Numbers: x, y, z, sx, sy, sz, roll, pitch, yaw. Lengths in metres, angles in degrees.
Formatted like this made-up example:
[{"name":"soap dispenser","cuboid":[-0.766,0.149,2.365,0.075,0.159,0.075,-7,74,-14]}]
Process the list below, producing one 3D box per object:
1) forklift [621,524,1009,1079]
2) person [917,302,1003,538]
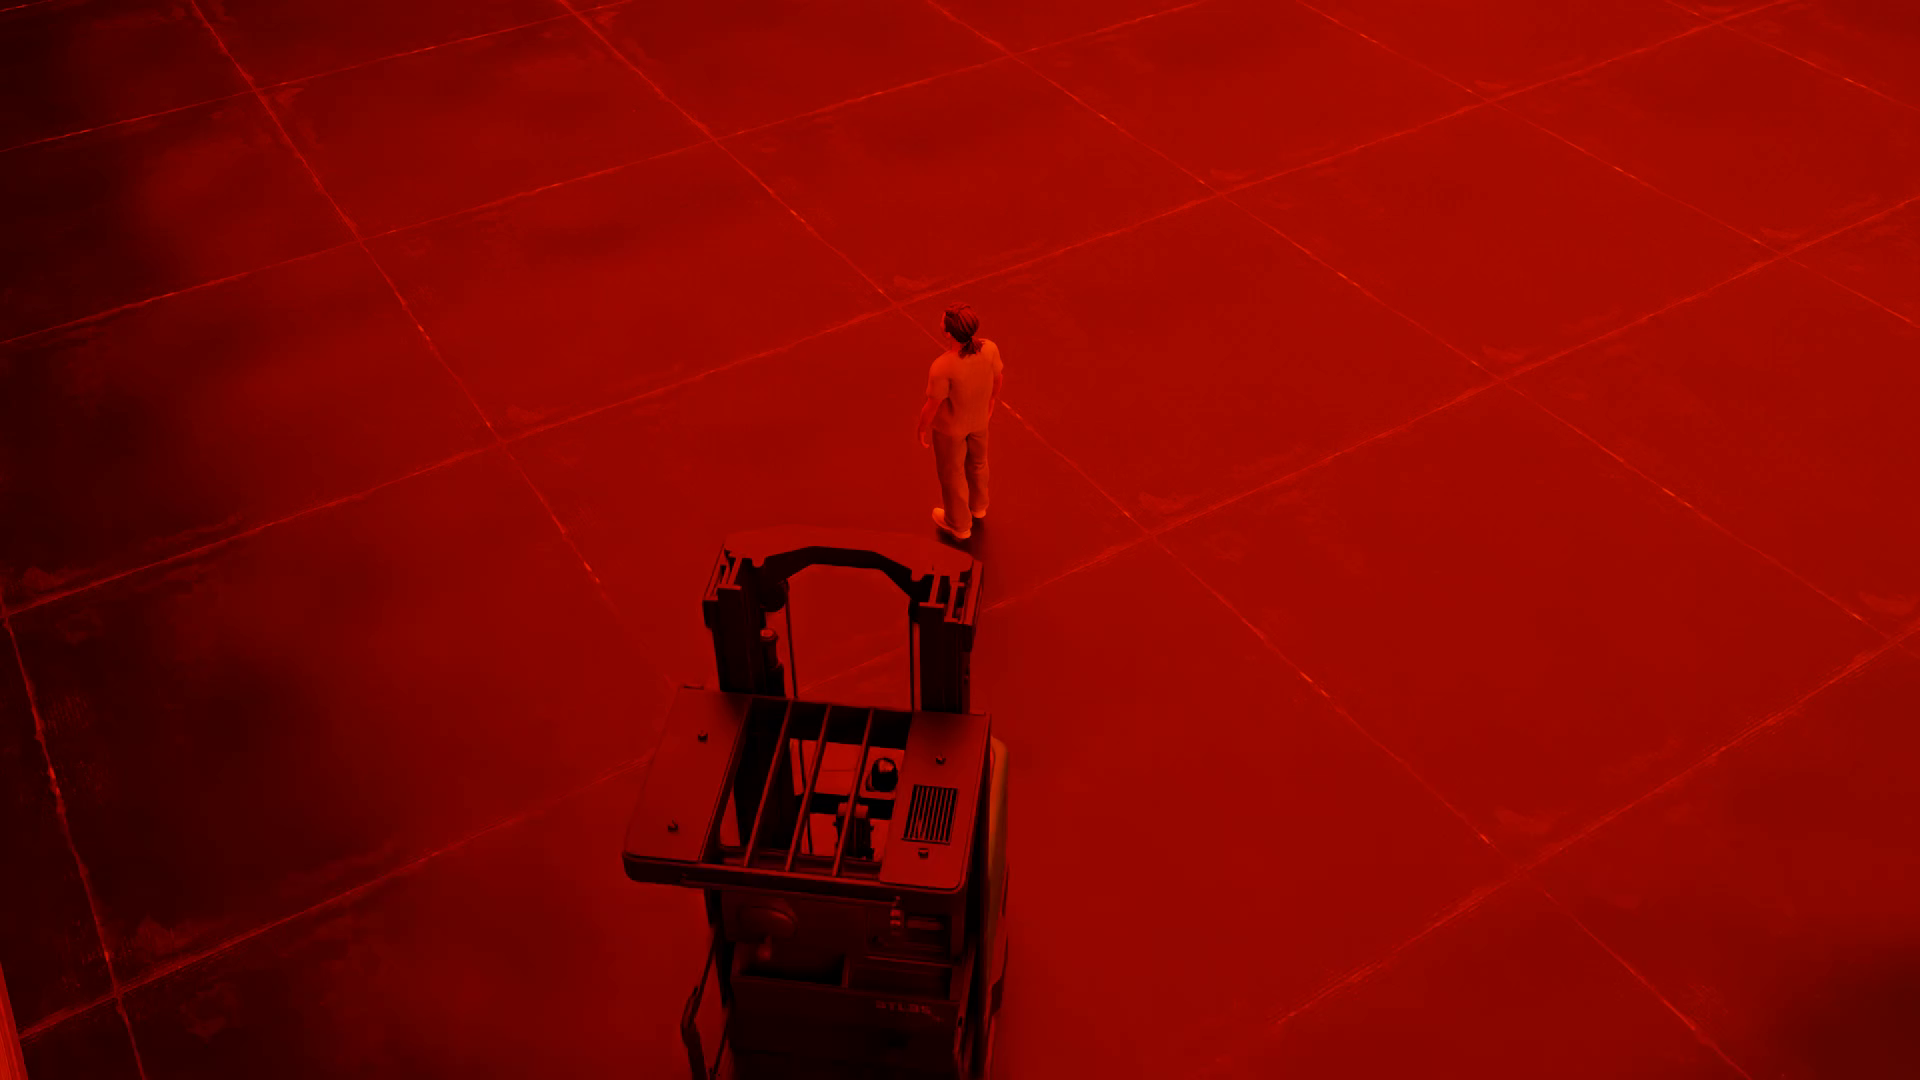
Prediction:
[{"name":"forklift","cuboid":[-0.470,1.510,6.143,1.130,2.935,3.031,5,41,6]},{"name":"person","cuboid":[-0.029,-0.713,9.568,0.550,1.673,0.547,-23,46,-24]}]
